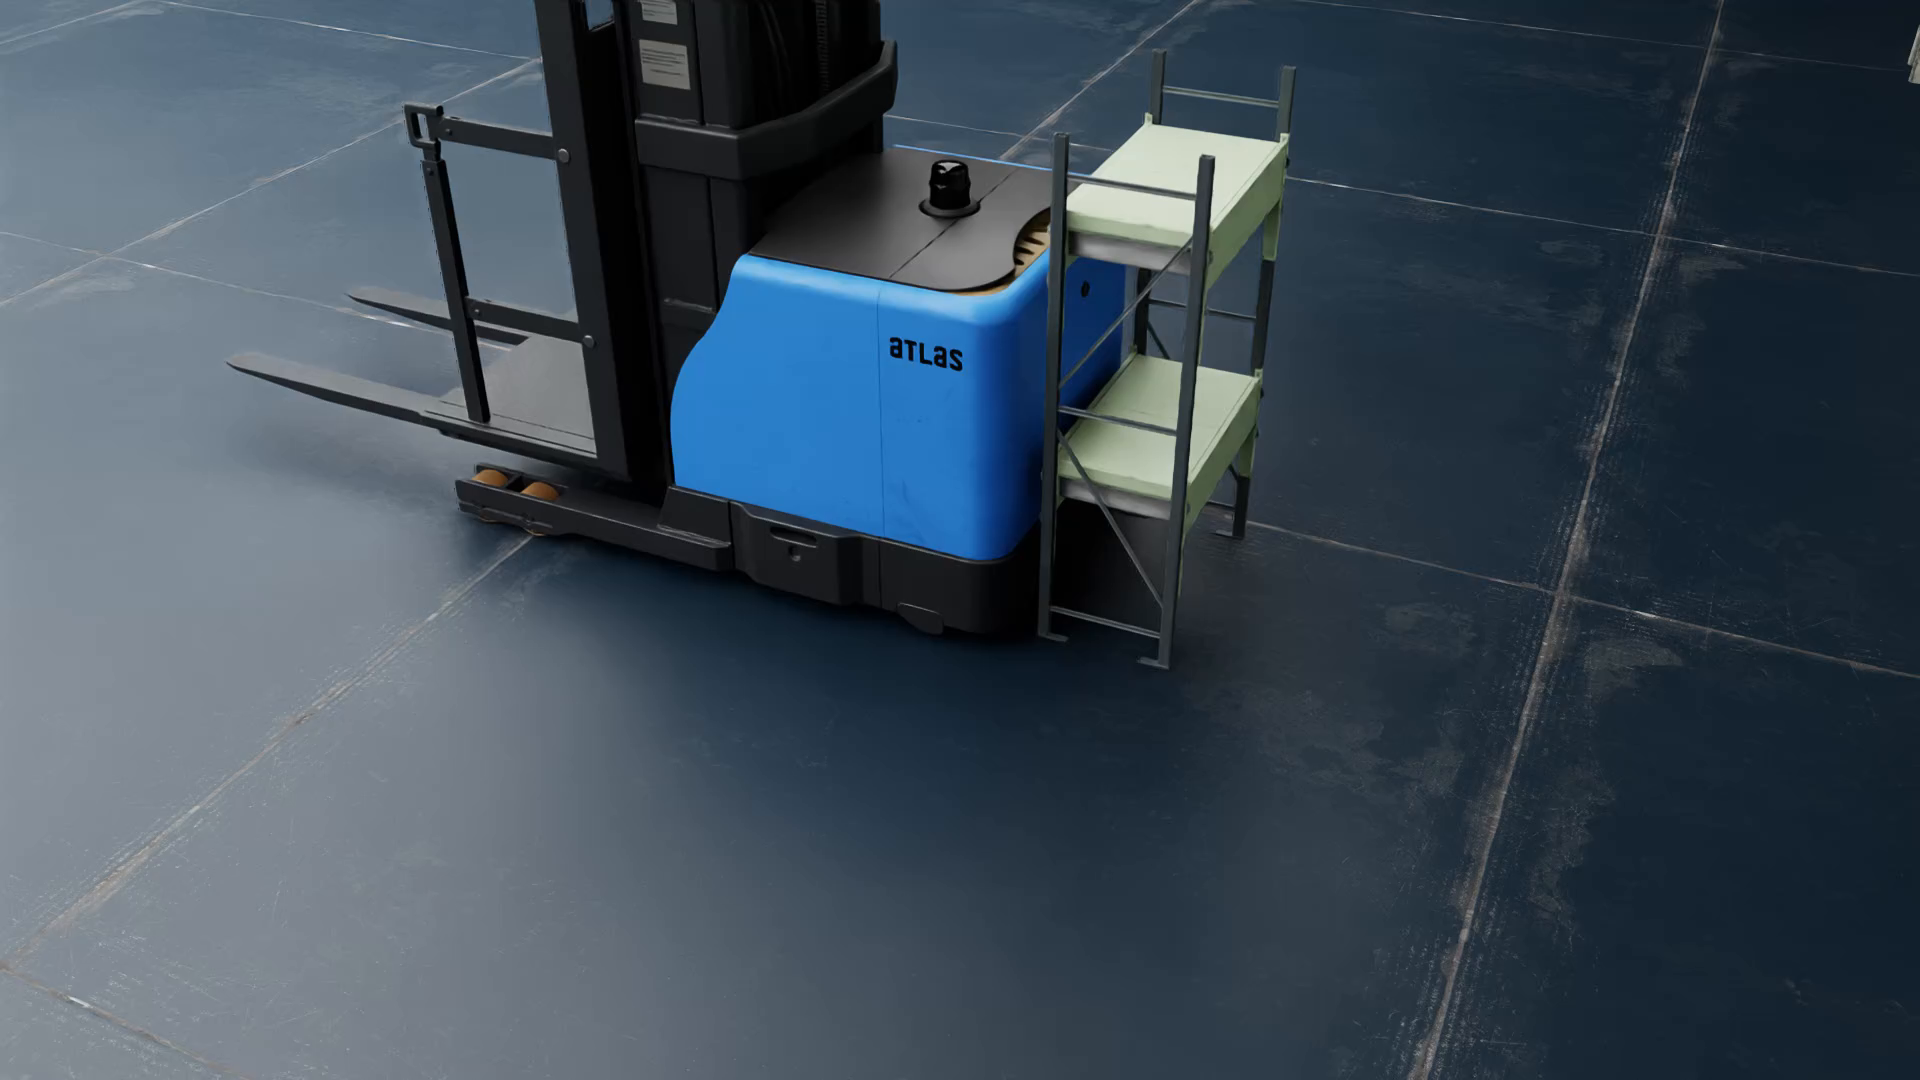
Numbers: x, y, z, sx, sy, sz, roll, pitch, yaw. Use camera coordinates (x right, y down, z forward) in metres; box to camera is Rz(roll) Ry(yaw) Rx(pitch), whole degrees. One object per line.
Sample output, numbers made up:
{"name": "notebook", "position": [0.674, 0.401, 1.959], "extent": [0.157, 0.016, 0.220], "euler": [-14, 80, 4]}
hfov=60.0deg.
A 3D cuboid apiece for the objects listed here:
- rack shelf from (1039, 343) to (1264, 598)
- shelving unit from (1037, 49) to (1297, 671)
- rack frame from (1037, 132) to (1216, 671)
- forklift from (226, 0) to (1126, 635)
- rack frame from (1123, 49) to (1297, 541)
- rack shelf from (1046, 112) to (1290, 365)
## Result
{"name": "rack shelf", "position": [0.562, -0.219, 4.811], "extent": [0.431, 0.370, 0.720], "euler": [14, 36, 20]}
{"name": "shelving unit", "position": [0.562, -0.492, 4.632], "extent": [0.431, 1.500, 0.755], "euler": [14, 36, 20]}
{"name": "rack frame", "position": [0.411, -0.309, 4.354], "extent": [0.400, 1.500, 0.023], "euler": [14, 36, 20]}
{"name": "forklift", "position": [-1.045, -1.486, 4.843], "extent": [3.031, 2.935, 1.130], "euler": [14, 36, 20]}
{"name": "rack frame", "position": [0.713, -0.675, 4.911], "extent": [0.400, 1.500, 0.023], "euler": [14, 36, 20]}
{"name": "rack shelf", "position": [0.562, -0.818, 4.418], "extent": [0.431, 0.370, 0.720], "euler": [14, 36, 20]}
